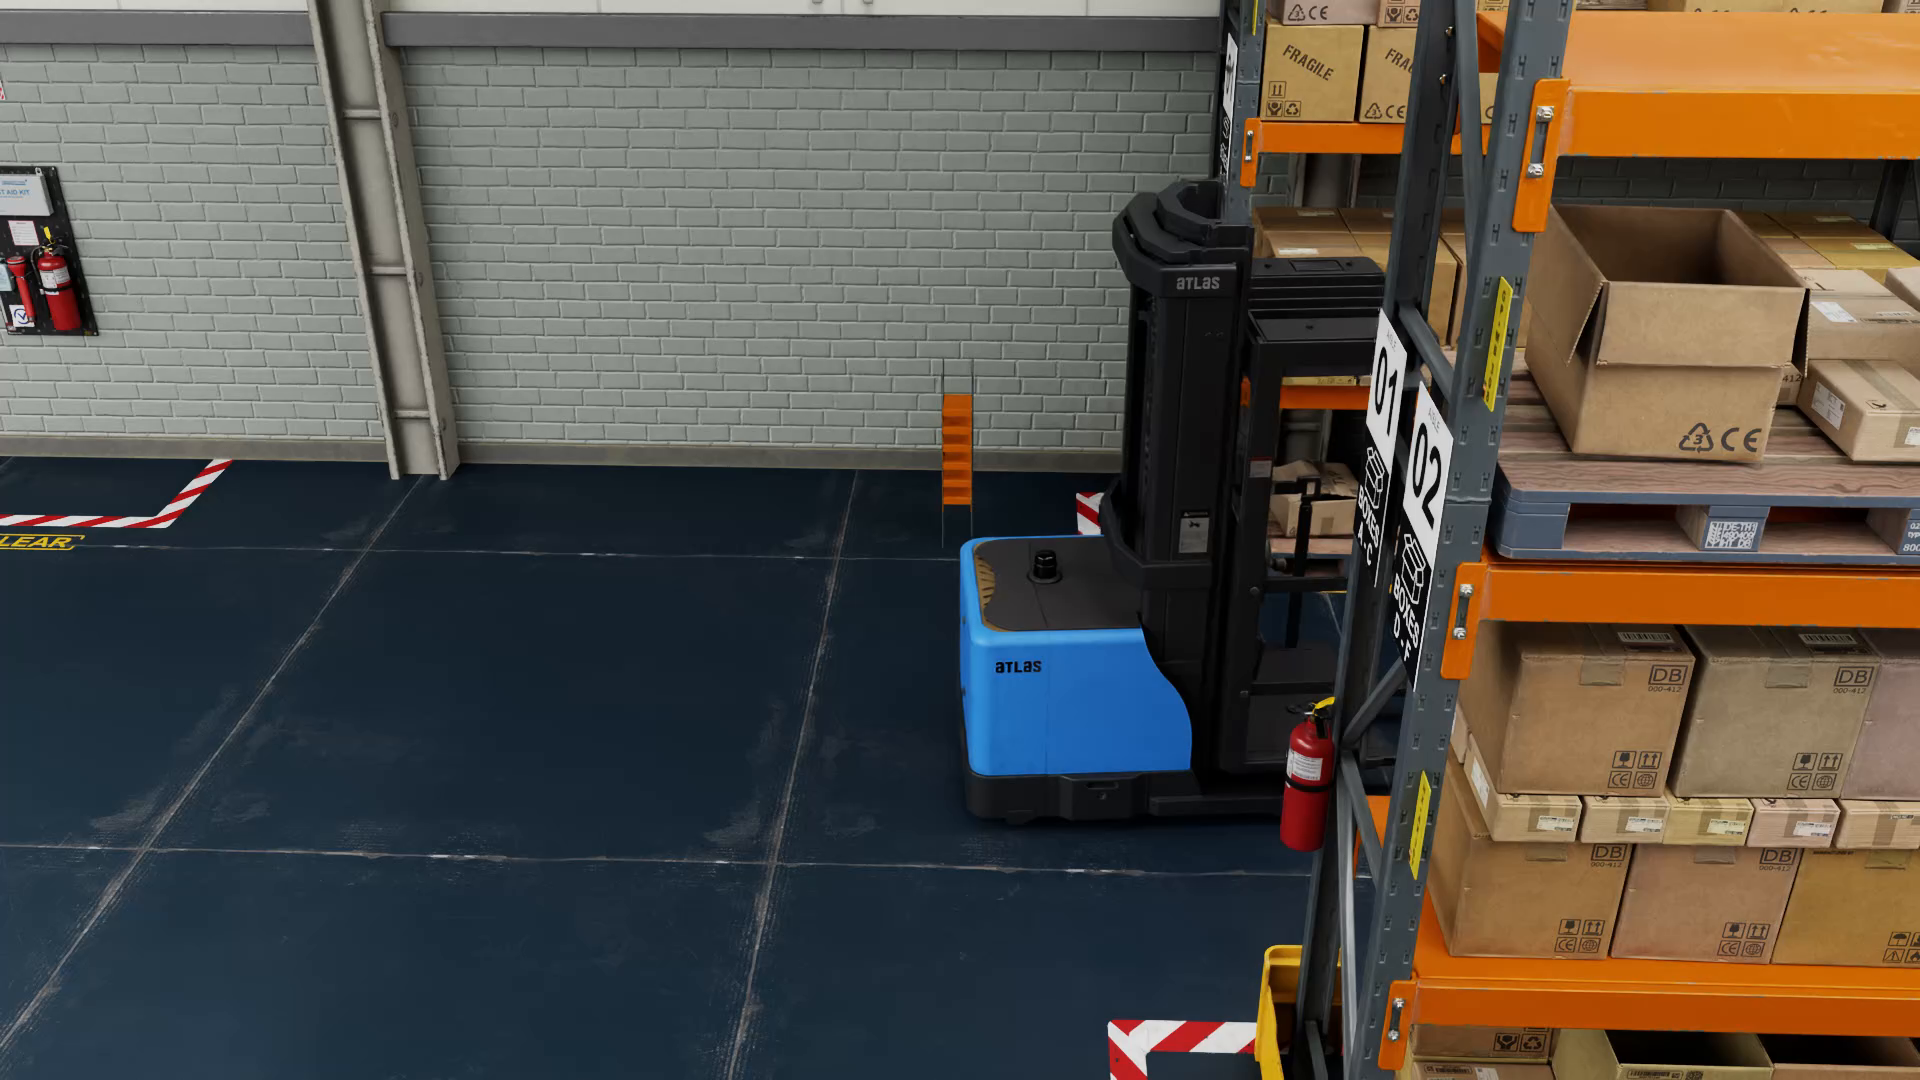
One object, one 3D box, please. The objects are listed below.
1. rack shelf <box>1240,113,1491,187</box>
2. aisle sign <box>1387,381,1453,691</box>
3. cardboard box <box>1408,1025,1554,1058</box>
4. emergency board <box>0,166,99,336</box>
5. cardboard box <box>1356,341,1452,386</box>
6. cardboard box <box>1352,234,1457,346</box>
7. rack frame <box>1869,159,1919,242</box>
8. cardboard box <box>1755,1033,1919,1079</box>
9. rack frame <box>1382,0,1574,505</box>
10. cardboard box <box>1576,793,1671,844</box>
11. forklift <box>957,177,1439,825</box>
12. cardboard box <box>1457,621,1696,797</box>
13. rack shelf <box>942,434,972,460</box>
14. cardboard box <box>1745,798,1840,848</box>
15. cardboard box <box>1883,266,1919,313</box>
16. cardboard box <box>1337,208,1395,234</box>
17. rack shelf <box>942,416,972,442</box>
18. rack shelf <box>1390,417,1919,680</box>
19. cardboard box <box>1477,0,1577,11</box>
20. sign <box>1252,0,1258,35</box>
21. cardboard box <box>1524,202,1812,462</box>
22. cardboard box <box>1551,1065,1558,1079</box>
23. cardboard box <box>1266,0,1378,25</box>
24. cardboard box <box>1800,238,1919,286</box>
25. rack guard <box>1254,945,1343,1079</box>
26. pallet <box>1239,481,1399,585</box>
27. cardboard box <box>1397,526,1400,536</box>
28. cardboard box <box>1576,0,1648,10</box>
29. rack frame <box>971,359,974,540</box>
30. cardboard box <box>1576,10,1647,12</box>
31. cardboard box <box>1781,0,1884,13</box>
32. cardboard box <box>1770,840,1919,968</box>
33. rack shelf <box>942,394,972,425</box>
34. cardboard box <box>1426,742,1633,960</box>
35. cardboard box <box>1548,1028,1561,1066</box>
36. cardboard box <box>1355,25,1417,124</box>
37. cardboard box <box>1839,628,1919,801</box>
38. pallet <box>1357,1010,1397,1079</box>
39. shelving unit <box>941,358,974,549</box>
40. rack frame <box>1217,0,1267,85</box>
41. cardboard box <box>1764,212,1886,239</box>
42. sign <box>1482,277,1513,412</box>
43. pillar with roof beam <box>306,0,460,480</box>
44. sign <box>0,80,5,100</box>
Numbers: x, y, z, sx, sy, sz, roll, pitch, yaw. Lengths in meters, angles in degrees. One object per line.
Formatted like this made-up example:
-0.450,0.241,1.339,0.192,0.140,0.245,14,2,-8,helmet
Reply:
3.544,-2.297,9.371,4.000,0.370,1.077,1,28,2,rack shelf
1.298,-0.010,4.716,0.004,0.787,0.394,1,28,2,aisle sign
1.921,1.564,6.209,0.500,0.500,0.500,1,28,2,cardboard box
-6.189,-1.873,11.007,0.643,1.169,0.194,1,28,2,emergency board
2.541,-1.106,9.698,0.500,0.250,0.500,0,28,0,cardboard box
2.505,-1.435,9.517,0.500,0.500,0.500,1,28,2,cardboard box
5.543,-1.256,9.842,0.127,3.000,1.000,1,28,2,rack frame
2.902,1.817,5.732,0.500,0.500,0.500,1,28,2,cardboard box
1.374,-1.654,4.188,0.127,3.000,1.000,1,28,2,rack frame
2.023,0.776,5.209,0.250,0.149,0.380,0,28,0,cardboard box
1.523,-0.174,7.874,3.031,2.935,1.130,-2,28,-3,forklift
1.893,0.394,5.238,0.500,0.500,0.700,1,28,2,cardboard box
-0.014,-0.597,10.359,0.180,0.103,0.258,1,28,2,rack shelf
2.524,0.786,5.190,0.250,0.149,0.380,1,28,1,cardboard box
3.090,-0.632,4.960,0.500,0.311,0.500,4,28,8,cardboard box
2.527,-1.675,9.970,0.500,0.500,0.500,1,28,2,cardboard box
-0.014,-0.703,10.303,0.180,0.103,0.258,1,28,2,rack shelf
3.373,0.022,4.996,4.000,0.370,1.077,1,28,2,rack shelf
2.934,-2.987,8.709,0.500,0.500,0.500,2,28,3,cardboard box
1.526,-2.780,8.581,0.005,0.325,0.100,1,28,2,sign
1.948,-0.610,4.713,0.637,0.503,0.797,3,28,5,cardboard box
2.402,2.145,5.913,0.500,0.250,0.500,1,28,2,cardboard box
1.922,-3.022,8.776,0.500,0.500,0.500,-1,28,-2,cardboard box
5.059,-1.393,9.439,0.500,0.500,0.500,1,28,2,cardboard box
1.350,2.101,6.179,0.348,0.500,1.175,1,28,2,rack guard
2.432,-0.059,10.561,1.213,0.211,1.003,1,28,2,pallet
2.803,-0.266,10.375,0.500,0.311,0.500,3,28,6,cardboard box
3.525,-3.223,9.155,0.500,0.500,0.500,1,28,2,cardboard box
0.077,-0.529,10.392,0.006,1.200,0.240,1,28,2,rack frame
3.461,-2.547,8.946,0.500,0.500,0.500,3,28,5,cardboard box
4.481,-2.962,8.661,0.500,0.500,0.500,2,28,5,cardboard box
2.861,0.983,5.511,0.500,0.500,0.700,1,28,2,cardboard box
-0.014,-0.809,10.247,0.180,0.103,0.258,1,28,2,rack shelf
1.840,0.966,5.544,0.500,0.500,0.700,1,28,2,cardboard box
2.421,1.899,6.378,0.500,0.250,0.500,1,28,2,cardboard box
2.406,-2.552,8.957,0.500,0.500,0.500,3,28,5,cardboard box
2.923,0.408,5.211,0.500,0.500,0.700,1,28,2,cardboard box
2.140,2.222,6.259,1.213,0.211,1.003,1,28,2,pallet
-0.014,-0.530,10.395,0.189,1.200,0.258,1,28,2,shelving unit
1.545,-3.973,8.562,0.127,3.000,1.000,1,28,2,rack frame
5.080,-1.635,9.896,0.500,0.500,0.500,0,28,1,cardboard box
1.349,-0.490,4.177,0.005,0.325,0.100,1,28,2,sign
-3.873,-2.450,5.690,0.400,9.000,9.100,1,28,2,pillar with roof beam
-6.194,-2.944,10.552,0.199,0.298,0.001,1,28,2,sign
